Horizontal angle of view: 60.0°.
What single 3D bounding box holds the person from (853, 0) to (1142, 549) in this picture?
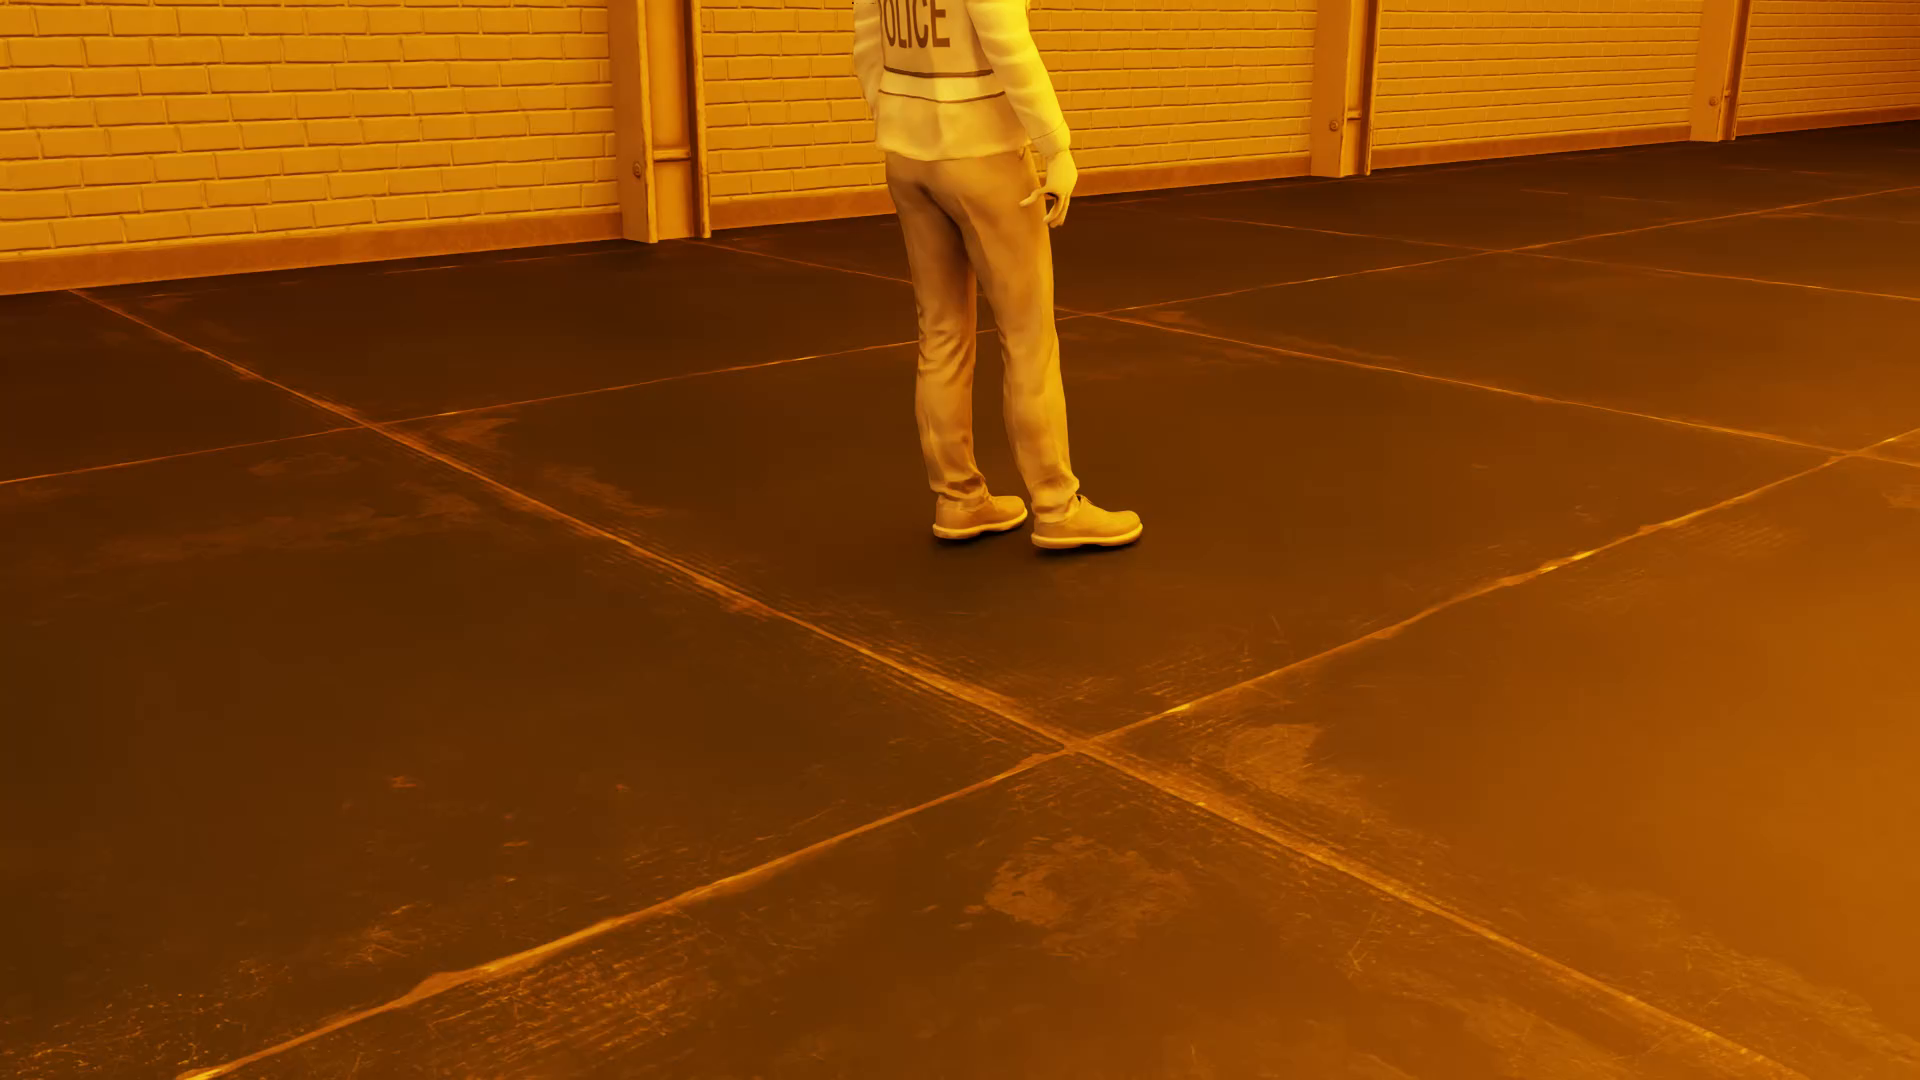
[{"bbox_3d":[0.055,-0.827,3.630,0.534,1.696,0.587,-14,22,-38],"label":"person"}]
